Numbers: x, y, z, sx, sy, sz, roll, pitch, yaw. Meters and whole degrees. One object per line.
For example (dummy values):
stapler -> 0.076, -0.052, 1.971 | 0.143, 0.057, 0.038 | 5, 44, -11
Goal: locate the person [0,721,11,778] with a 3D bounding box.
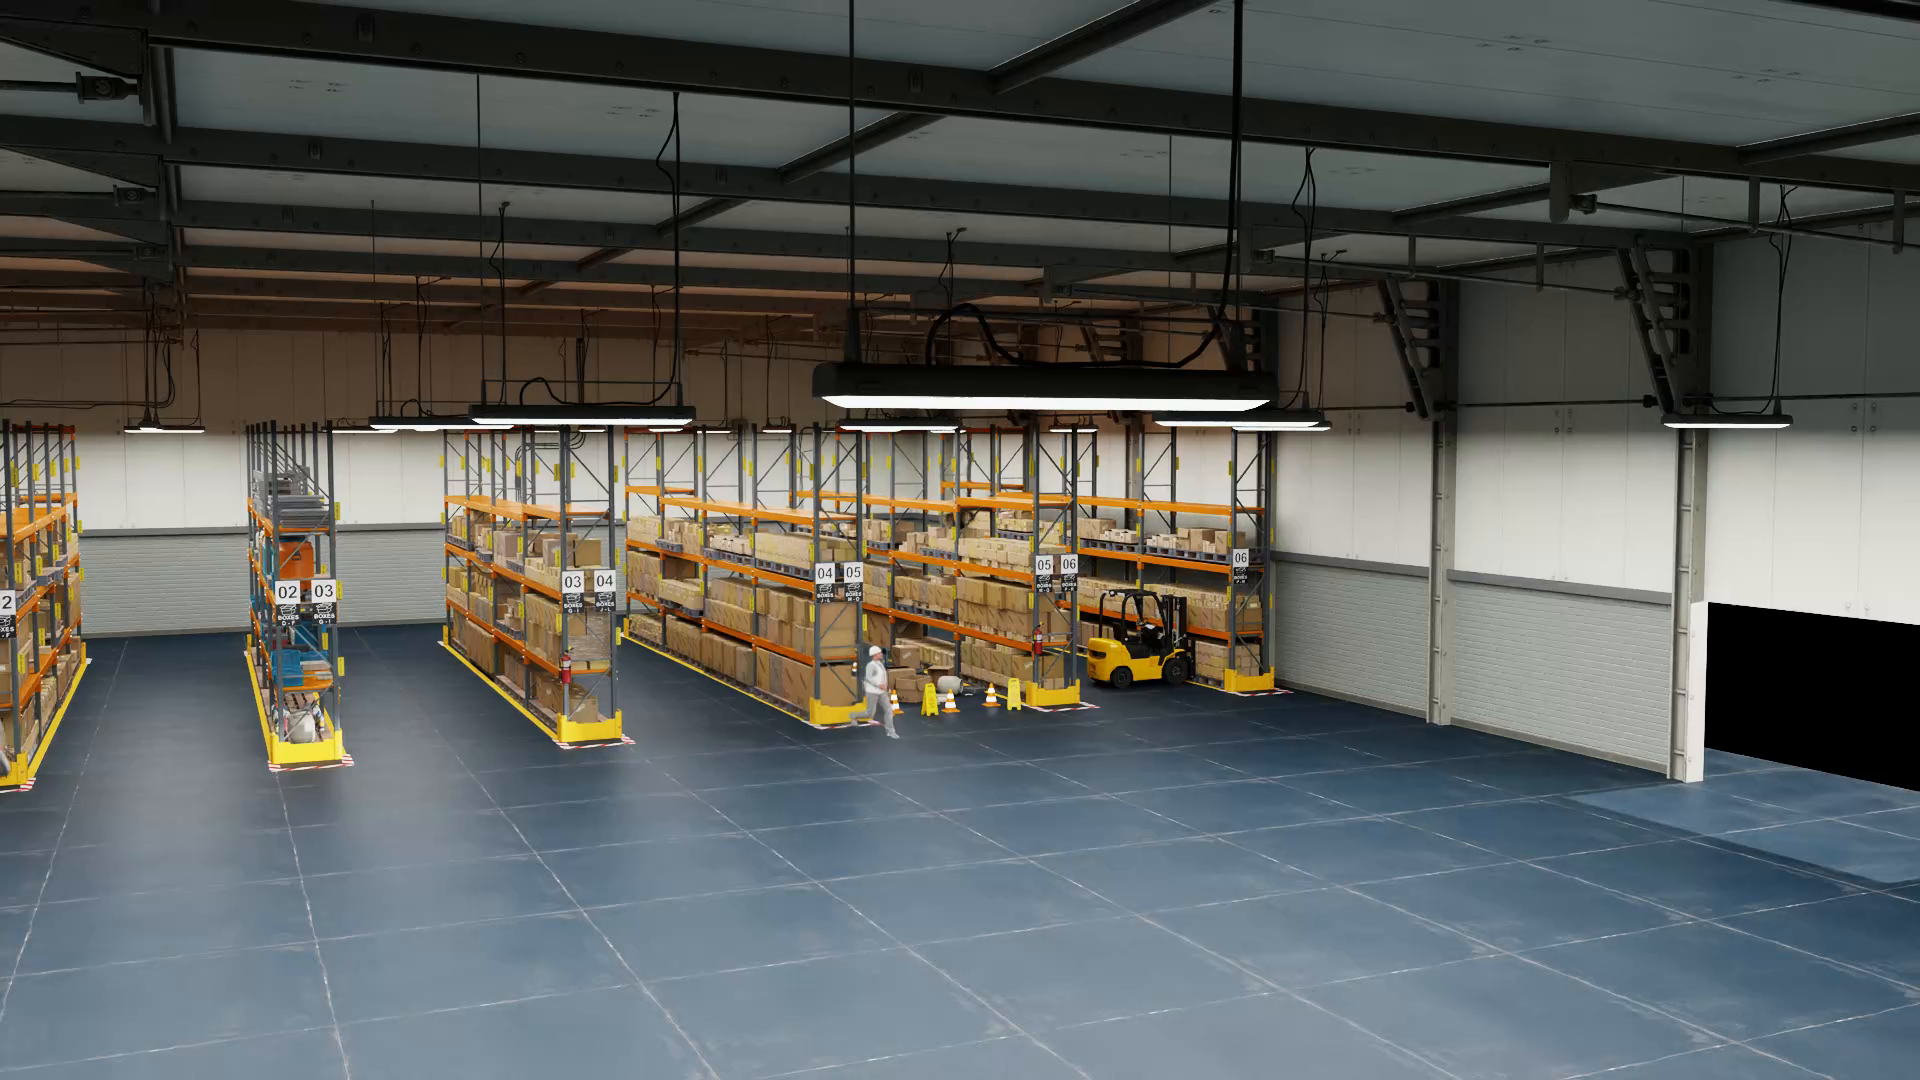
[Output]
person -> -15.047, 3.331, 25.904 | 0.621, 1.559, 0.573 | 1, 4, 13

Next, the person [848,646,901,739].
person -> -1.621, 2.894, 31.565 | 1.078, 1.767, 0.634 | 2, 4, 28
